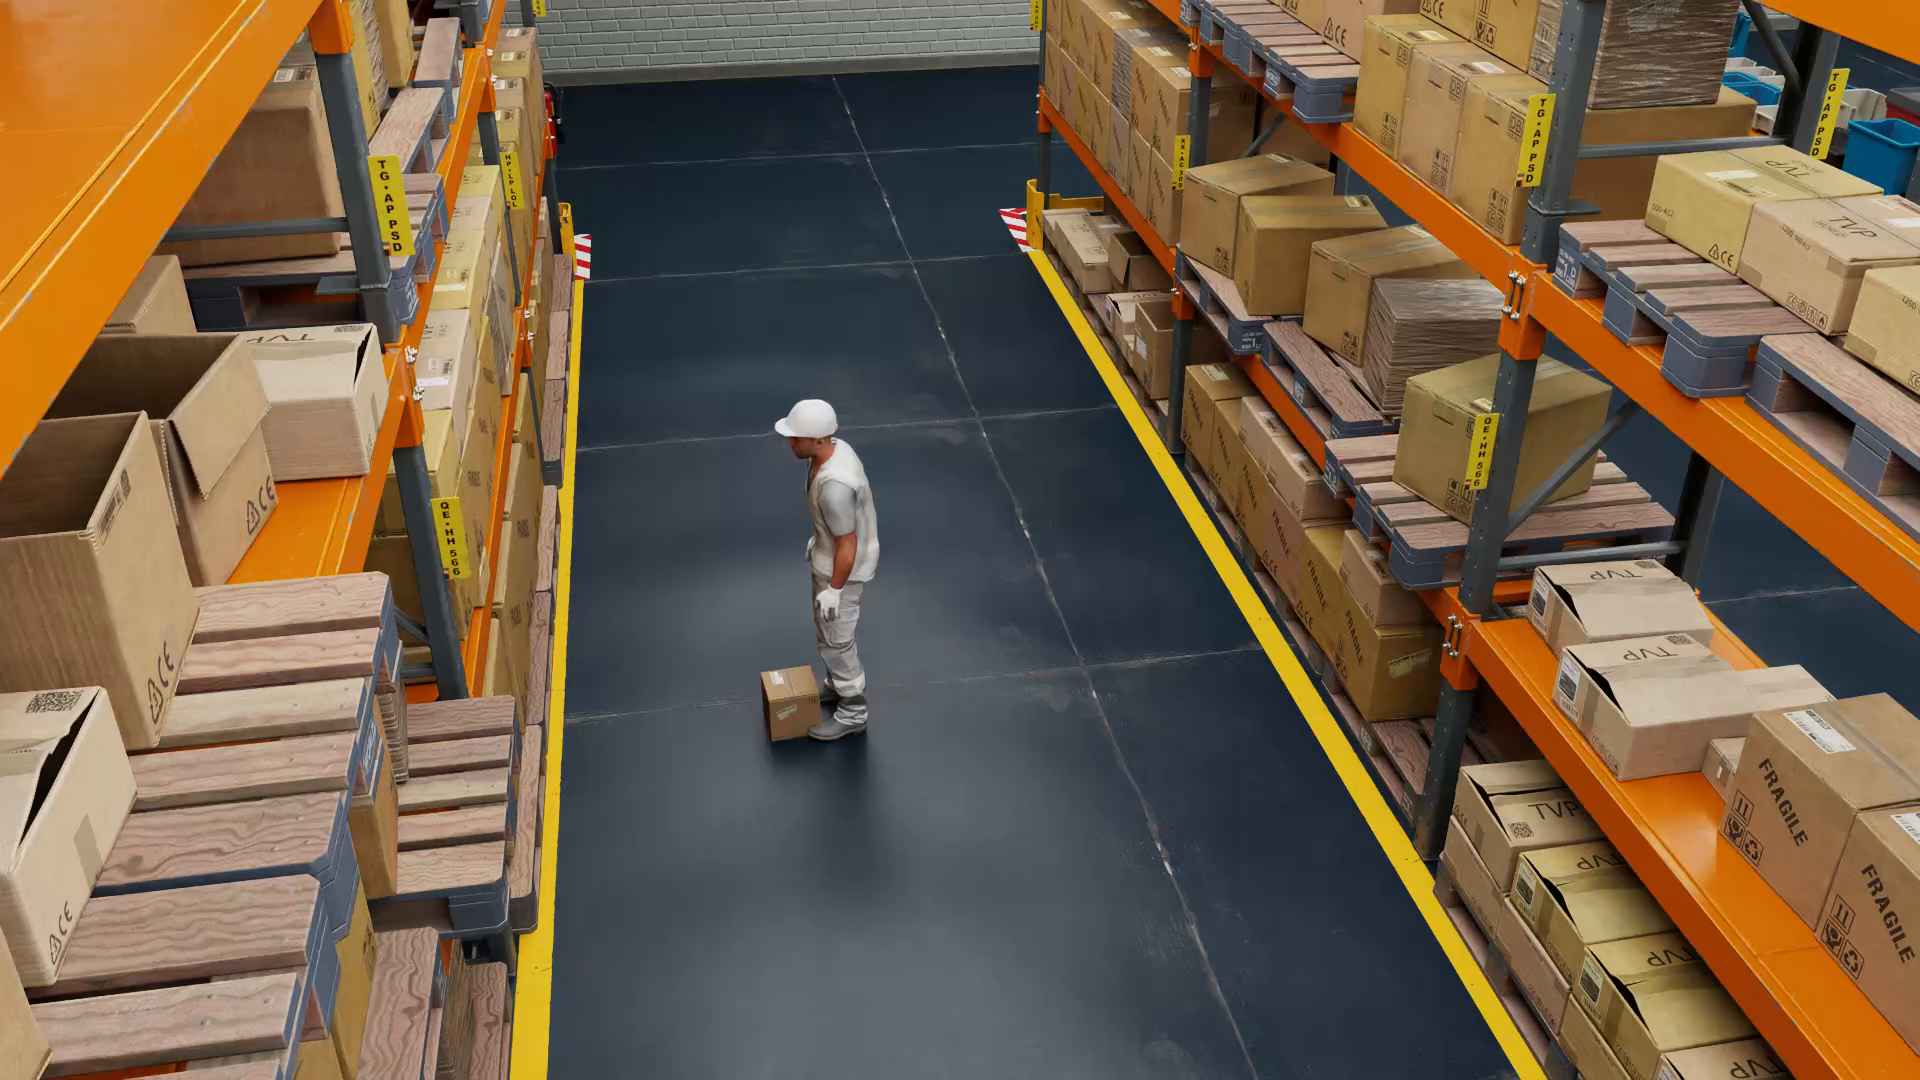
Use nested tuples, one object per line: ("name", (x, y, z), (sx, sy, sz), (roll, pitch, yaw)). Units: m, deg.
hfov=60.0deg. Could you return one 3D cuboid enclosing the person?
("person", (-0.614, 0.129, 7.904), (0.448, 1.780, 0.609), (-5, 31, -9))
